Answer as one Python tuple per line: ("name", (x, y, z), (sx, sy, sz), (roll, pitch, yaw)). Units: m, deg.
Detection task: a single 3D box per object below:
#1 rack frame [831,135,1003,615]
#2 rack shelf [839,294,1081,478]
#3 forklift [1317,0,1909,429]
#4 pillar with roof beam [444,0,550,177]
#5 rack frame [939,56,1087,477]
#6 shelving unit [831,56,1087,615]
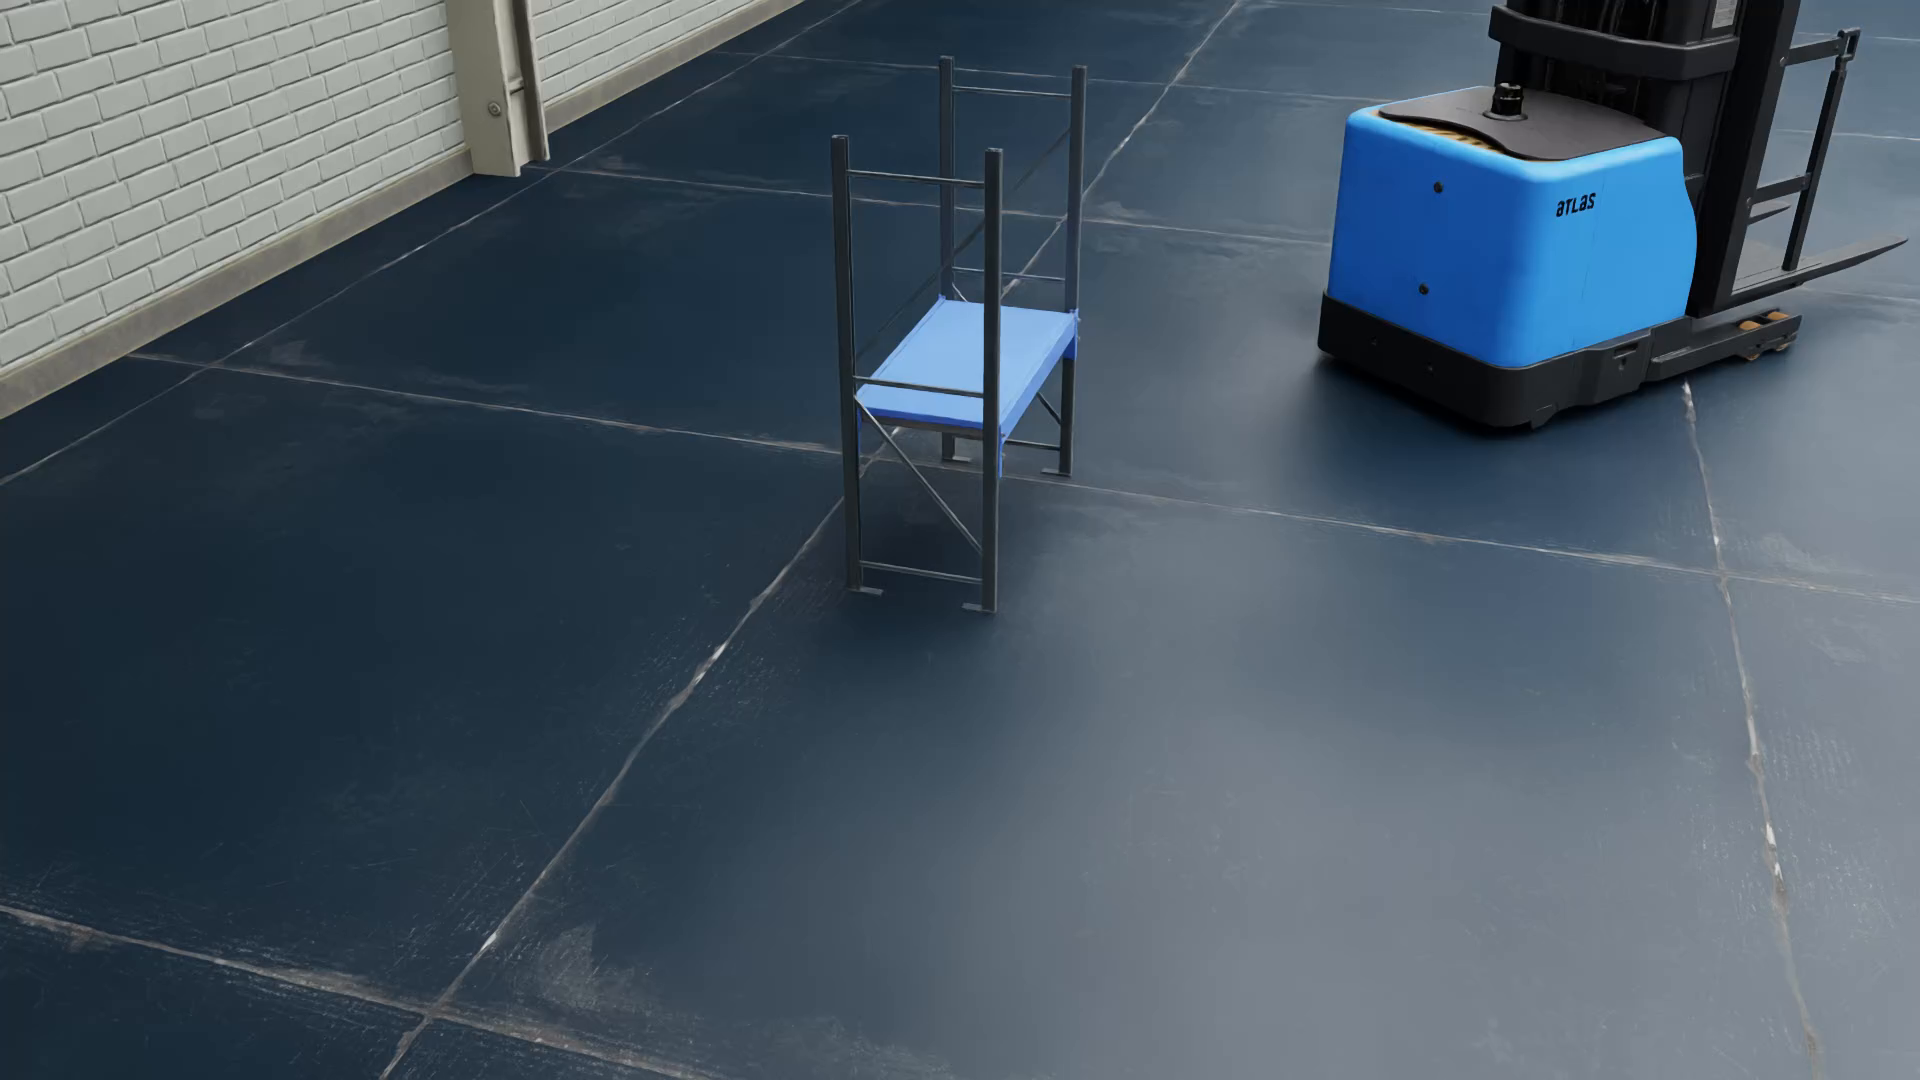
("rack frame", (-0.124, -0.459, 5.032), (0.500, 1.500, 0.032), (8, 30, 15))
("rack shelf", (0.025, -0.538, 5.544), (0.538, 0.185, 1.000), (8, 30, 15))
("forklift", (3.037, -2.248, 6.776), (3.031, 2.935, 1.130), (-18, 34, -29))
("pillar with roof beam", (1.501, -5.496, 6.373), (9.100, 9.000, 0.400), (8, 30, 15))
("rack frame", (0.174, -0.931, 5.881), (0.500, 1.500, 0.032), (8, 30, 15))
("shelving unit", (0.025, -0.695, 5.457), (0.538, 1.500, 1.048), (8, 30, 15))
